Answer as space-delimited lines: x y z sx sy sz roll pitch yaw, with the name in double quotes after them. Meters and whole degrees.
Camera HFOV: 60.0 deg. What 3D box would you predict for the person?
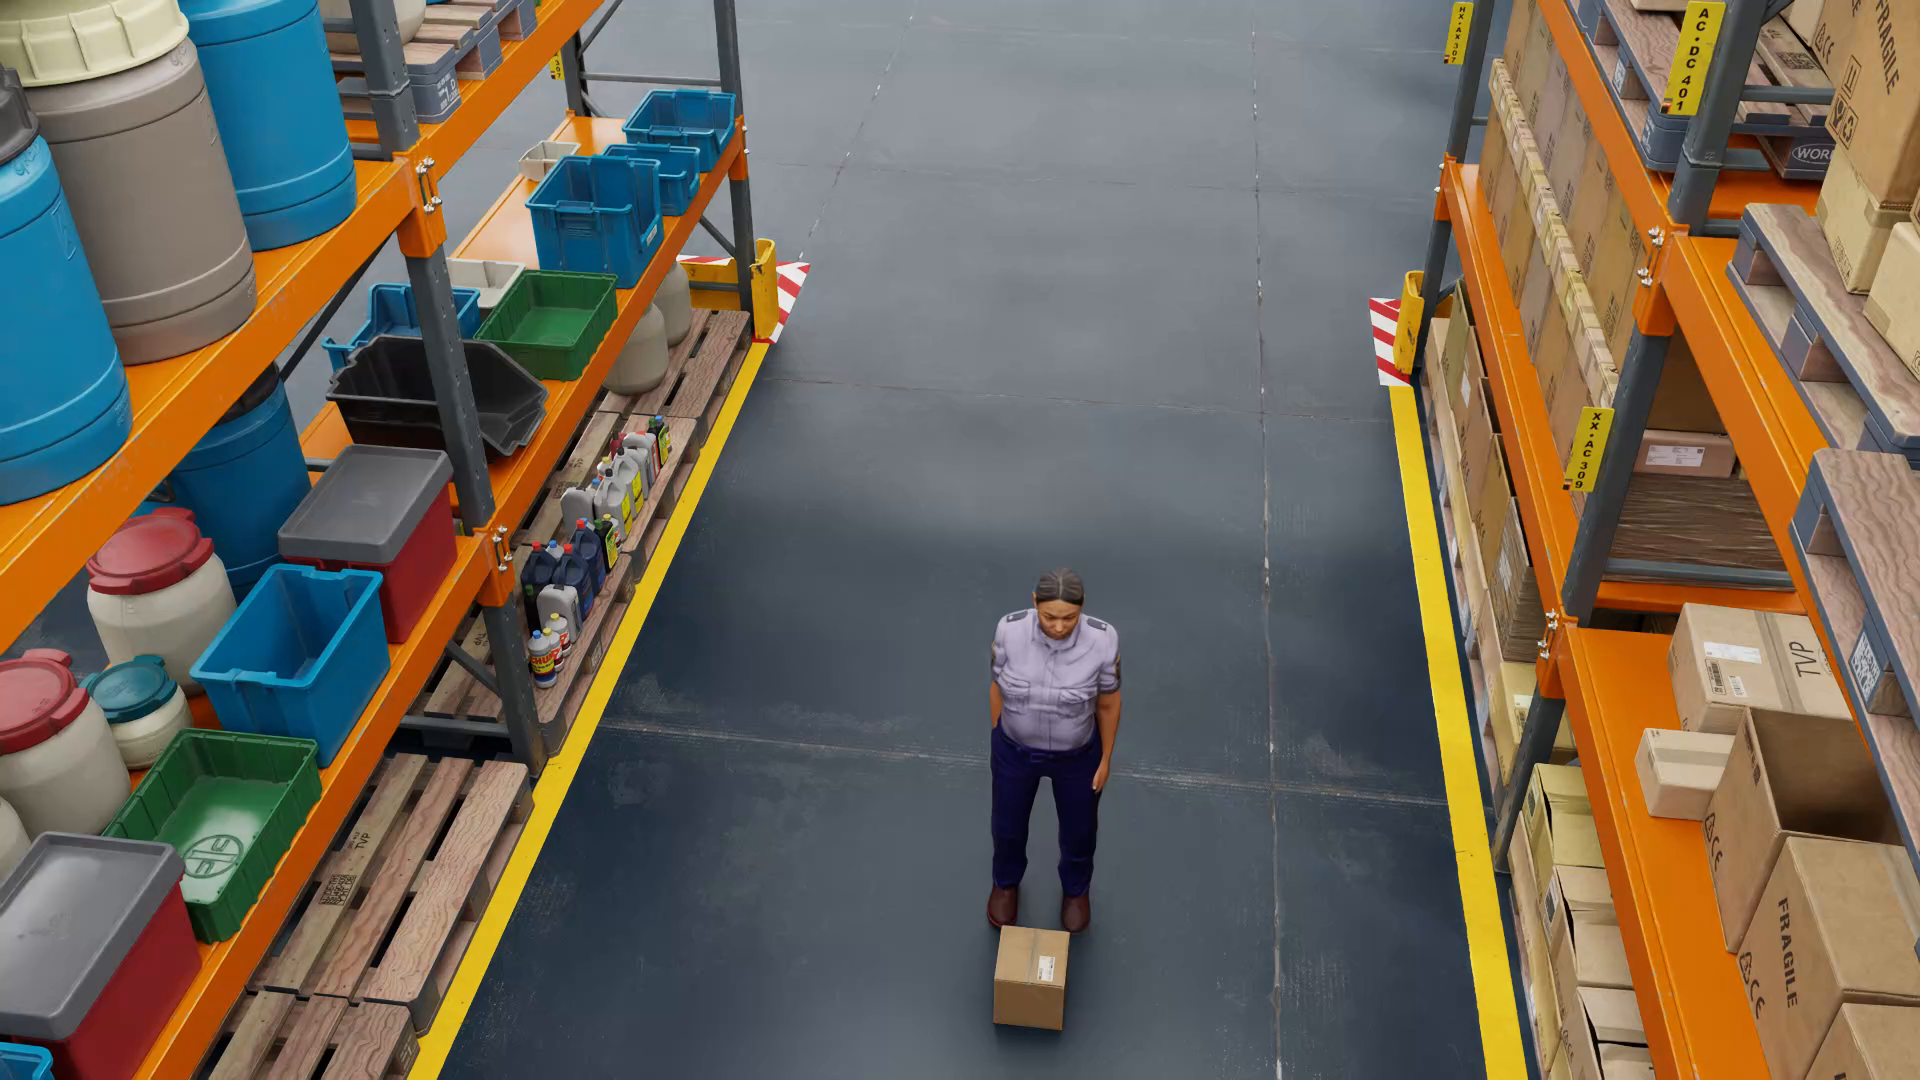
0.334 0.771 6.021 0.470 1.651 0.342 5 37 7 "person"
